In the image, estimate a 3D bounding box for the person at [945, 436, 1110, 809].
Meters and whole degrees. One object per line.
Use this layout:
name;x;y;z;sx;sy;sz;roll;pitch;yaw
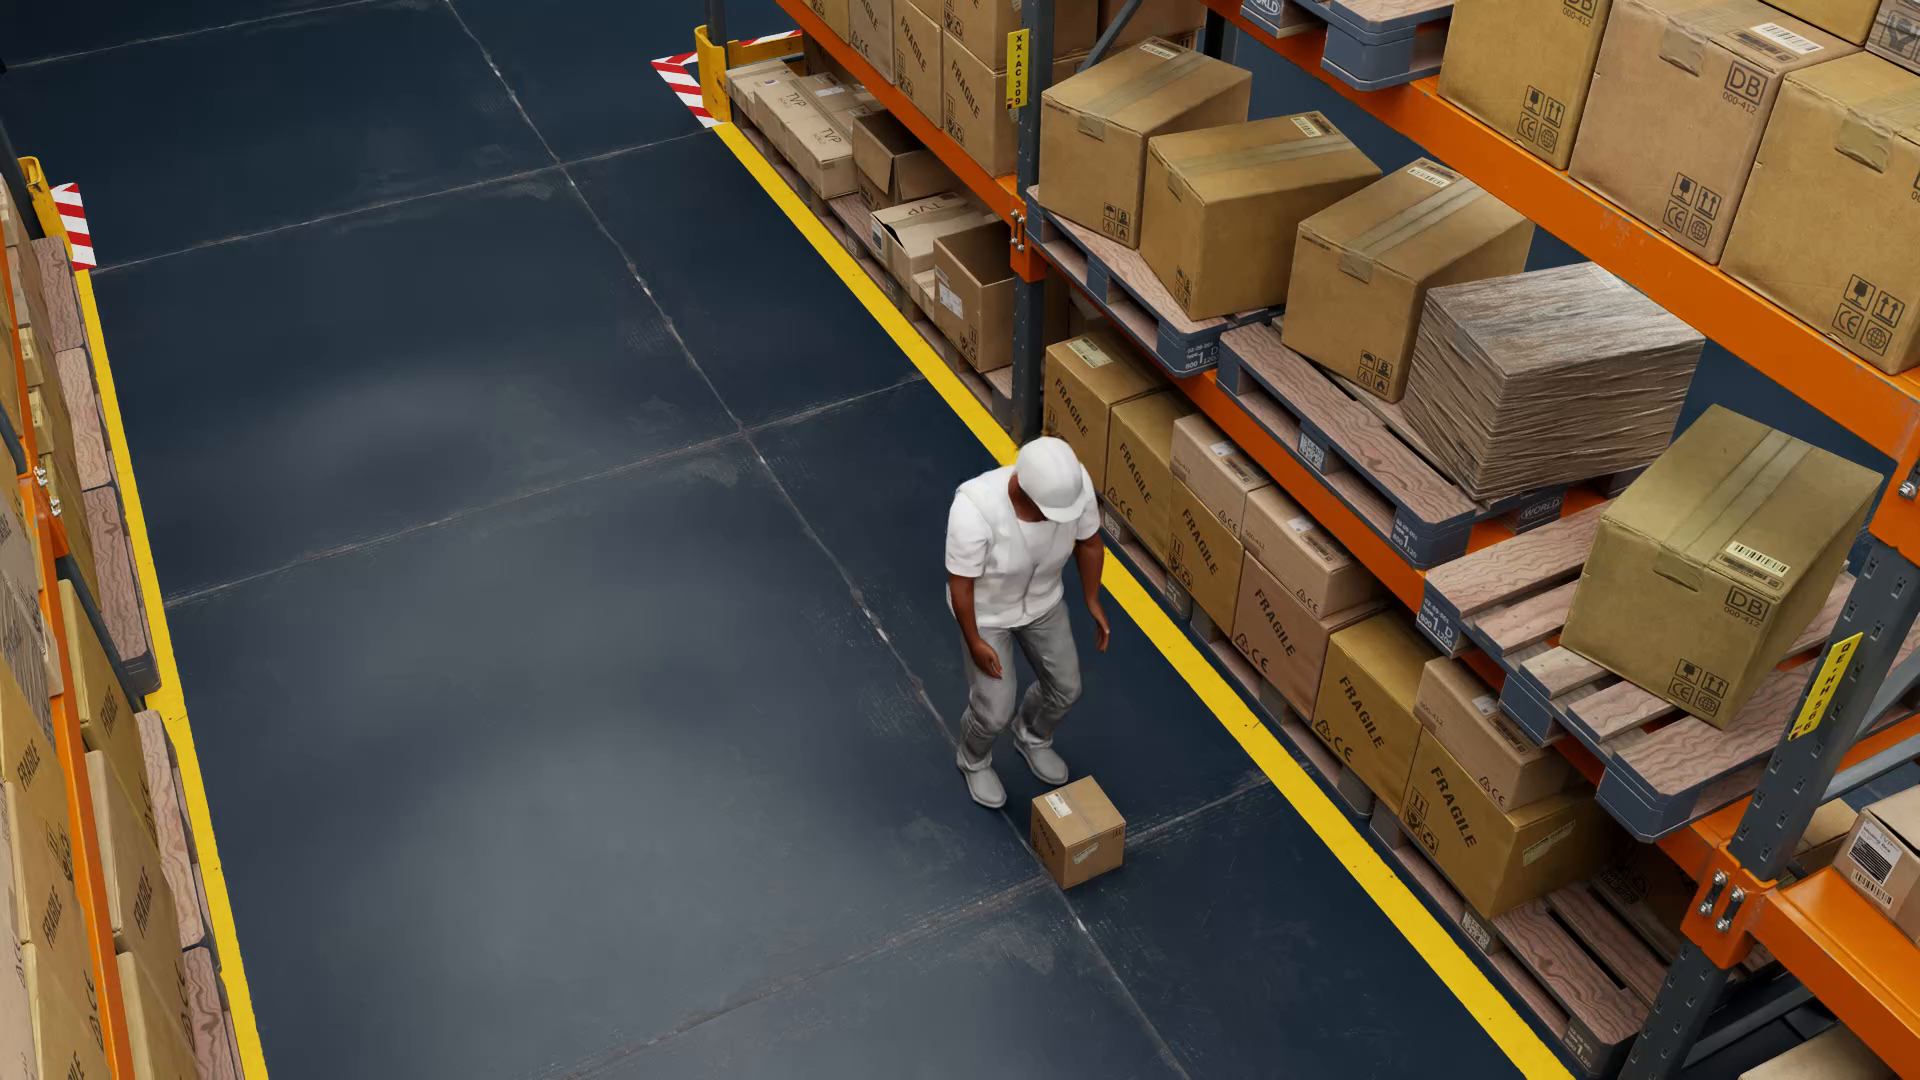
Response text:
person;0.232;0.258;5.910;0.602;1.682;0.511;-18;44;-20
